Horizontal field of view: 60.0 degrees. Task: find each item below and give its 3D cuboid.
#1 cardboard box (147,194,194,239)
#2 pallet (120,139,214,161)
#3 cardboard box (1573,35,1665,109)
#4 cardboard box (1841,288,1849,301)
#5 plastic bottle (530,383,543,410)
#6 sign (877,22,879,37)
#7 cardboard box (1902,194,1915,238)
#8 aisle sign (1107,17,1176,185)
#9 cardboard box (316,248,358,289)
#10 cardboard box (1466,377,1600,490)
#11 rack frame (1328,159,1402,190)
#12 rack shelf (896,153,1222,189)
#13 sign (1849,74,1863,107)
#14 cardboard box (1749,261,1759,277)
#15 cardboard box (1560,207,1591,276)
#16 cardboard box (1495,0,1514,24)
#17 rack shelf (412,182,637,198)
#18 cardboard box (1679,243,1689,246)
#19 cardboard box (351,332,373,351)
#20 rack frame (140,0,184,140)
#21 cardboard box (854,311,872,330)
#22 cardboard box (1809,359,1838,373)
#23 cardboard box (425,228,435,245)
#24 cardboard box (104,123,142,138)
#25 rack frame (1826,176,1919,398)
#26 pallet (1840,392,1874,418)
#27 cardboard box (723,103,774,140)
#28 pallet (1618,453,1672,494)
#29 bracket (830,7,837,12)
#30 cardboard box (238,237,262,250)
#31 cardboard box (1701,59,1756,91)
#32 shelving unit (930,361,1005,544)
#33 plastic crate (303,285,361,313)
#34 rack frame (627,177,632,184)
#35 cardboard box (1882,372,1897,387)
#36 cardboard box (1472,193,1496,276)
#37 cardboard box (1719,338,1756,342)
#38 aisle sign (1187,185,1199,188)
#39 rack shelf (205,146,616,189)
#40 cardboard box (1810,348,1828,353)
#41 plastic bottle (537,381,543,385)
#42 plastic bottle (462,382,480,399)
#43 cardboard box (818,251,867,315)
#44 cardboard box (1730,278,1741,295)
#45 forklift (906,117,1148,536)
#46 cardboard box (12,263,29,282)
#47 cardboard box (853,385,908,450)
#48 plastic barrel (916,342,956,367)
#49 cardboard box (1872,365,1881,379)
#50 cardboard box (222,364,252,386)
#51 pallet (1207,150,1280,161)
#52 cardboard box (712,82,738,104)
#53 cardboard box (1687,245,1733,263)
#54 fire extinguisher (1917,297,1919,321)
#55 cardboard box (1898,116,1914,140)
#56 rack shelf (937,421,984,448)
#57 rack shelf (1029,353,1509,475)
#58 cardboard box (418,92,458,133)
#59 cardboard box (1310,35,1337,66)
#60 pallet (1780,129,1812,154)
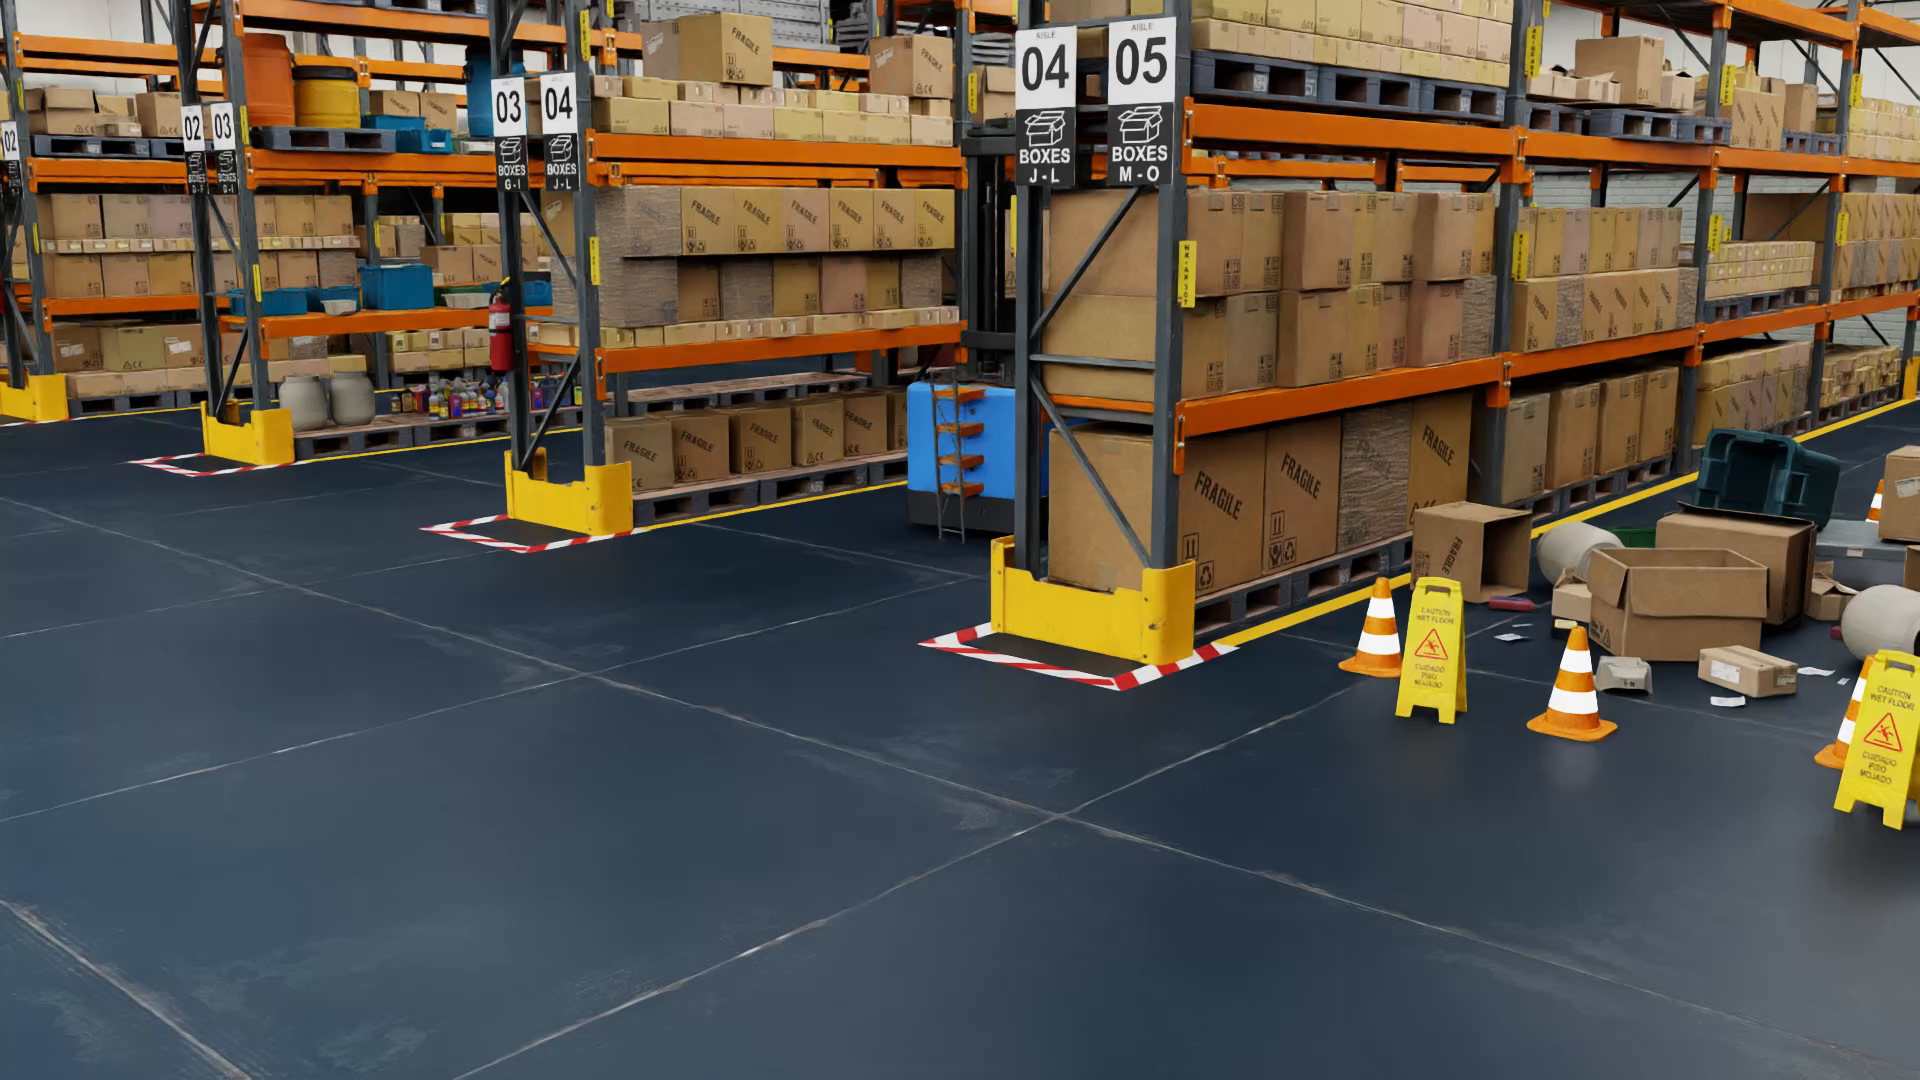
[{"bbox_3d":[-9.358,-3.778,19.400,0.700,0.500,0.500,10,15,41],"label":"cardboard box"},{"bbox_3d":[-9.094,-4.574,19.522,1.003,0.211,1.213,10,15,40],"label":"pallet"},{"bbox_3d":[5.056,-3.588,12.776,0.500,0.500,0.500,10,15,40],"label":"cardboard box"},{"bbox_3d":[9.501,-2.703,18.225,0.380,0.149,0.250,9,14,38],"label":"cardboard box"},{"bbox_3d":[-4.439,-1.507,17.411,0.133,0.283,0.061,-11,16,-44],"label":"plastic bottle"},{"bbox_3d":[-0.969,-6.115,20.177,0.100,0.325,0.005,10,15,40],"label":"sign"},{"bbox_3d":[10.824,-3.793,19.477,0.500,0.500,0.500,9,14,38],"label":"cardboard box"},{"bbox_3d":[0.891,-2.154,8.198,0.394,0.787,0.004,10,15,40],"label":"aisle sign"},{"bbox_3d":[-8.034,-3.437,21.006,0.700,0.500,0.500,9,15,39],"label":"cardboard box"},{"bbox_3d":[4.334,-0.864,13.049,1.050,0.750,0.750,10,15,40],"label":"cardboard box"},{"bbox_3d":[4.974,-3.350,20.824,1.000,3.000,0.127,10,15,40],"label":"rack frame"},{"bbox_3d":[1.014,-3.585,16.181,1.077,0.370,4.000,10,15,40],"label":"rack shelf"},{"bbox_3d":[9.053,-4.540,16.799,0.100,0.325,0.005,10,15,40],"label":"sign"},{"bbox_3d":[7.312,-2.568,15.722,0.380,0.149,0.250,10,15,40],"label":"cardboard box"},{"bbox_3d":[4.348,-2.280,12.660,0.700,0.500,0.500,10,15,41],"label":"cardboard box"},{"bbox_3d":[3.351,-3.415,10.772,0.380,0.149,0.250,10,15,40],"label":"cardboard box"},{"bbox_3d":[-7.508,-6.095,28.747,1.077,0.370,4.000,10,15,40],"label":"rack shelf"},{"bbox_3d":[6.827,-2.801,16.126,0.380,0.149,0.250,11,16,43],"label":"cardboard box"},{"bbox_3d":[-7.693,-2.683,22.003,0.500,0.311,0.500,10,15,40],"label":"cardboard box"},{"bbox_3d":[-11.469,-7.036,23.963,1.000,3.000,0.127,10,15,40],"label":"rack frame"},{"bbox_3d":[-0.955,-1.844,13.929,0.380,0.149,0.250,10,15,40],"label":"cardboard box"},{"bbox_3d":[9.373,-1.894,18.221,0.380,0.149,0.250,9,15,40],"label":"cardboard box"},{"bbox_3d":[-8.715,-4.991,27.974,0.500,0.500,0.500,10,15,41],"label":"cardboard box"},{"bbox_3d":[-9.477,-4.638,18.828,0.380,0.149,0.250,10,15,40],"label":"cardboard box"},{"bbox_3d":[11.274,-3.282,20.485,1.000,3.000,0.127,10,15,40],"label":"rack frame"},{"bbox_3d":[9.855,-1.610,19.232,1.003,0.211,1.213,10,15,40],"label":"pallet"},{"bbox_3d":[-1.769,-3.168,12.639,0.500,0.250,0.500,10,15,40],"label":"cardboard box"},{"bbox_3d":[5.416,-0.631,14.333,1.003,0.211,1.213,10,15,40],"label":"pallet"},{"bbox_3d":[-4.134,-10.587,32.552,0.076,0.066,4.783,10,15,40],"label":"bracket"},{"bbox_3d":[-8.603,-3.567,20.000,0.380,0.149,0.250,10,15,42],"label":"cardboard box"},{"bbox_3d":[6.807,-4.100,14.713,0.396,0.266,0.258,10,15,40],"label":"cardboard box"},{"bbox_3d":[0.084,-0.617,11.673,0.258,1.200,0.503,11,20,42],"label":"shelving unit"},{"bbox_3d":[-6.129,-2.359,16.242,0.499,0.251,0.408,10,15,40],"label":"plastic crate"},{"bbox_3d":[-5.105,-4.043,24.293,1.000,3.000,0.127,10,15,40],"label":"rack frame"},{"bbox_3d":[10.989,-1.935,19.946,0.380,0.149,0.250,10,15,42],"label":"cardboard box"},{"bbox_3d":[3.083,-2.070,11.276,0.875,0.550,0.550,10,15,40],"label":"cardboard box"},{"bbox_3d":[7.947,-1.967,17.296,0.500,0.250,0.500,9,14,38],"label":"cardboard box"},{"bbox_3d":[3.719,-5.902,26.967,0.394,0.787,0.004,10,15,40],"label":"aisle sign"},{"bbox_3d":[-5.347,-3.637,16.441,1.077,0.370,4.000,10,15,40],"label":"rack shelf"},{"bbox_3d":[10.027,-2.185,19.681,0.380,0.149,0.250,11,15,43],"label":"cardboard box"},{"bbox_3d":[-4.634,-1.651,18.342,0.097,0.201,0.097,0,11,0],"label":"plastic bottle"},{"bbox_3d":[-5.149,-1.522,17.505,0.152,0.276,0.135,10,15,40],"label":"plastic bottle"},{"bbox_3d":[-1.261,-2.154,13.822,0.875,0.500,0.500,10,15,40],"label":"cardboard box"},{"bbox_3d":[6.972,-2.347,15.371,0.380,0.149,0.250,11,16,43],"label":"cardboard box"},{"bbox_3d":[0.758,-1.708,12.781,1.130,2.935,3.031,6,13,28],"label":"forklift"},{"bbox_3d":[-12.876,-3.625,22.534,0.500,0.250,0.500,9,15,39],"label":"cardboard box"},{"bbox_3d":[-0.601,-1.099,14.866,0.500,0.500,0.500,9,15,39],"label":"cardboard box"},{"bbox_3d":[-0.331,-2.665,22.482,0.600,0.588,0.708,10,15,40],"label":"plastic barrel"},{"bbox_3d":[10.466,-1.967,19.347,0.380,0.149,0.250,10,15,41],"label":"cardboard box"},{"bbox_3d":[-8.873,-1.994,19.983,0.500,0.250,0.500,10,15,40],"label":"cardboard box"},{"bbox_3d":[2.719,-4.241,18.111,1.213,0.211,1.003,11,16,43],"label":"pallet"},{"bbox_3d":[-1.877,-3.333,12.444,0.380,0.149,0.250,10,15,40],"label":"cardboard box"},{"bbox_3d":[6.784,-2.598,15.110,0.380,0.149,0.250,10,15,40],"label":"cardboard box"},{"bbox_3d":[11.787,-3.039,20.416,0.296,0.674,0.183,10,15,40],"label":"fire extinguisher"},{"bbox_3d":[10.484,-4.674,18.900,0.500,0.250,0.500,10,15,41],"label":"cardboard box"},{"bbox_3d":[0.076,-0.768,11.634,0.258,0.148,0.480,11,20,42],"label":"rack shelf"},{"bbox_3d":[2.032,-0.870,10.243,1.077,0.370,4.000,10,15,40],"label":"rack shelf"},{"bbox_3d":[-6.950,-5.598,21.816,0.500,0.500,0.500,-10,15,-42],"label":"cardboard box"},{"bbox_3d":[1.846,-2.688,9.168,0.380,0.149,0.250,10,15,41],"label":"cardboard box"},{"bbox_3d":[7.464,-3.842,16.112,1.213,0.211,1.003,10,15,40],"label":"pallet"}]
